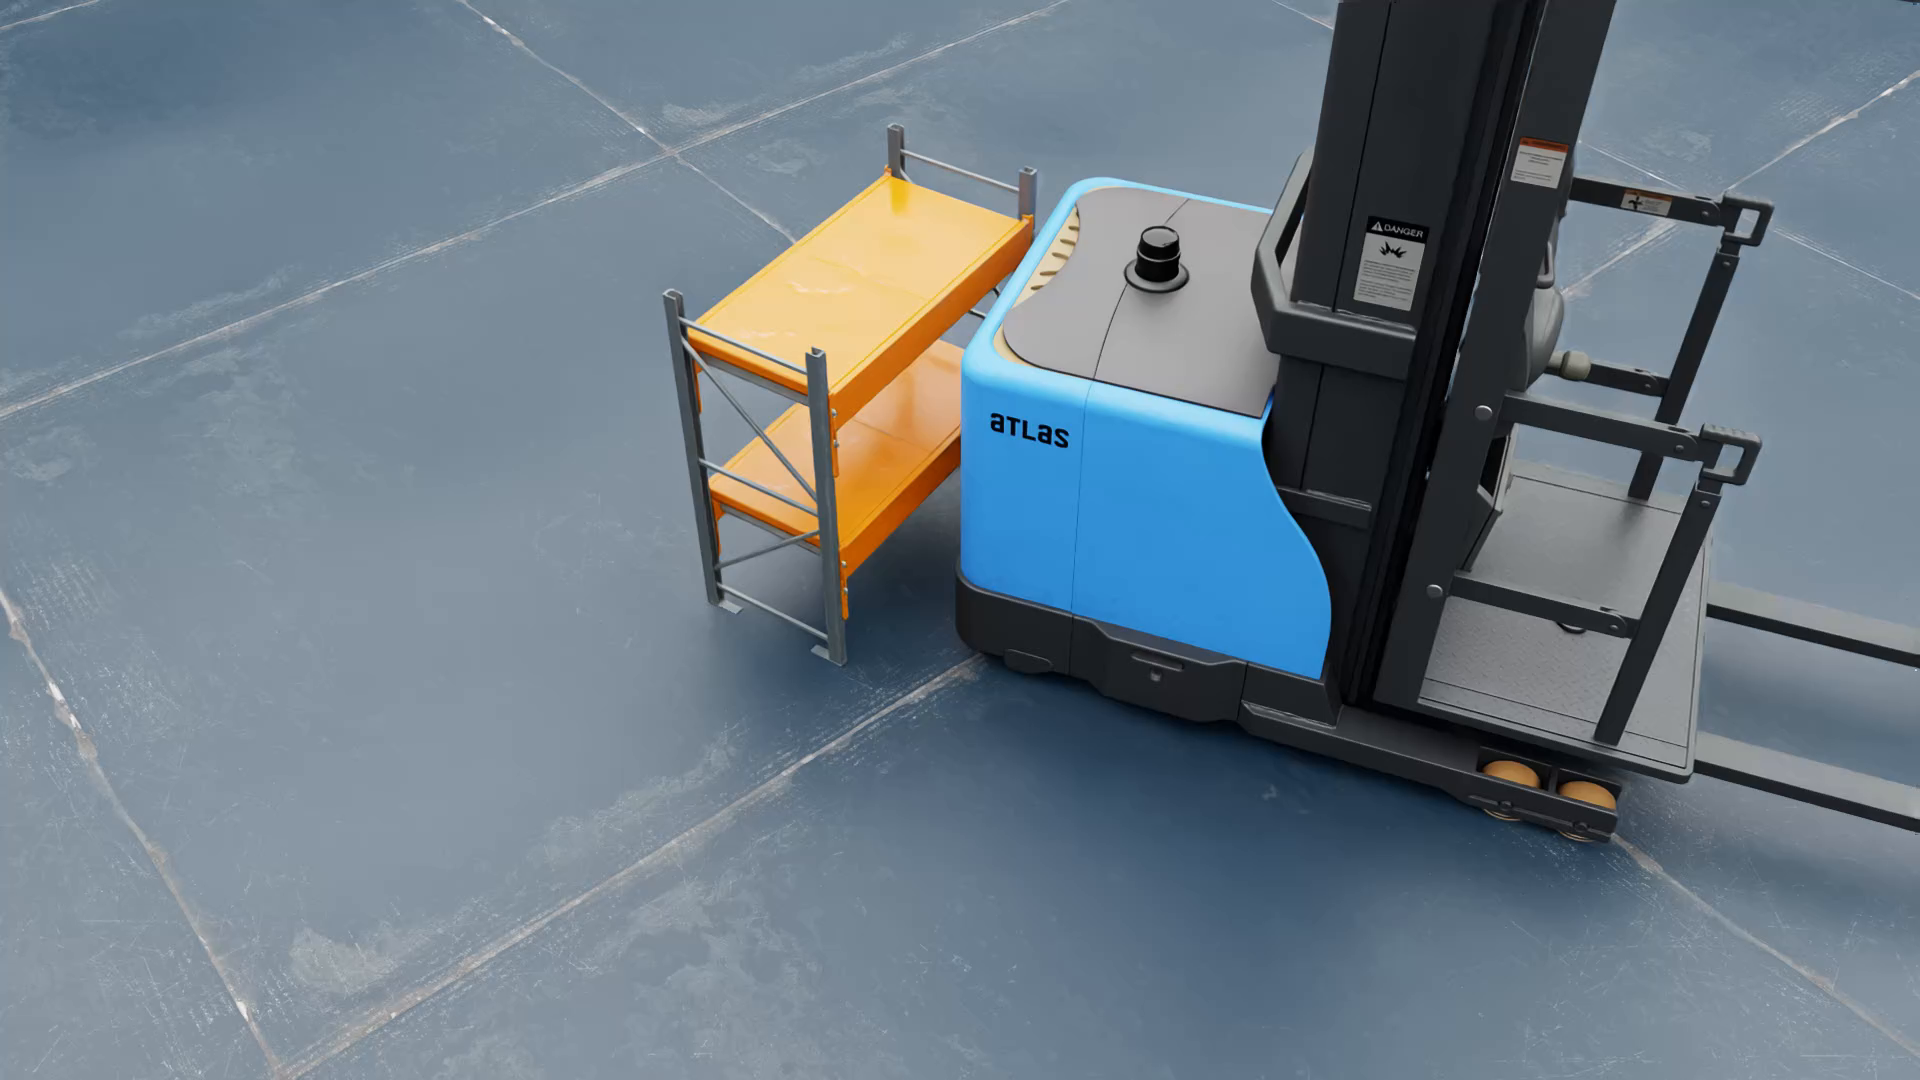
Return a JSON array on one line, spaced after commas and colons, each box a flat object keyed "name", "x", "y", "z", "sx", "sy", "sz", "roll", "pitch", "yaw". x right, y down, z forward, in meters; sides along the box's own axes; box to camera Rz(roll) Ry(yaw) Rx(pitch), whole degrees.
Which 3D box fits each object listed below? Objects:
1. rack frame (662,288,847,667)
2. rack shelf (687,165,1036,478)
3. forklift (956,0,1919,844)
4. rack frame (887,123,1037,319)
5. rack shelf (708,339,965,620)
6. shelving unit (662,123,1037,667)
[{"name": "rack frame", "x": -0.549, "y": -0.140, "z": 4.577, "sx": 0.500, "sy": 1.125, "sz": 0.032, "roll": 24, "pitch": 48, "yaw": 23}, {"name": "rack shelf", "x": -0.273, "y": -0.646, "z": 4.688, "sx": 0.538, "sy": 0.278, "sz": 1.000, "roll": 24, "pitch": 48, "yaw": 23}, {"name": "forklift", "x": 1.558, "y": -0.685, "z": 3.839, "sx": 3.031, "sy": 2.935, "sz": 1.130, "roll": 15, "pitch": 45, "yaw": 15}, {"name": "rack frame", "x": 0.002, "y": -0.725, "z": 5.200, "sx": 0.500, "sy": 1.125, "sz": 0.032, "roll": 24, "pitch": 48, "yaw": 23}, {"name": "rack shelf", "x": -0.273, "y": -0.254, "z": 5.056, "sx": 0.538, "sy": 0.278, "sz": 1.000, "roll": 24, "pitch": 48, "yaw": 23}, {"name": "shelving unit", "x": -0.273, "y": -0.432, "z": 4.889, "sx": 0.538, "sy": 1.125, "sz": 1.048, "roll": 24, "pitch": 48, "yaw": 23}]
